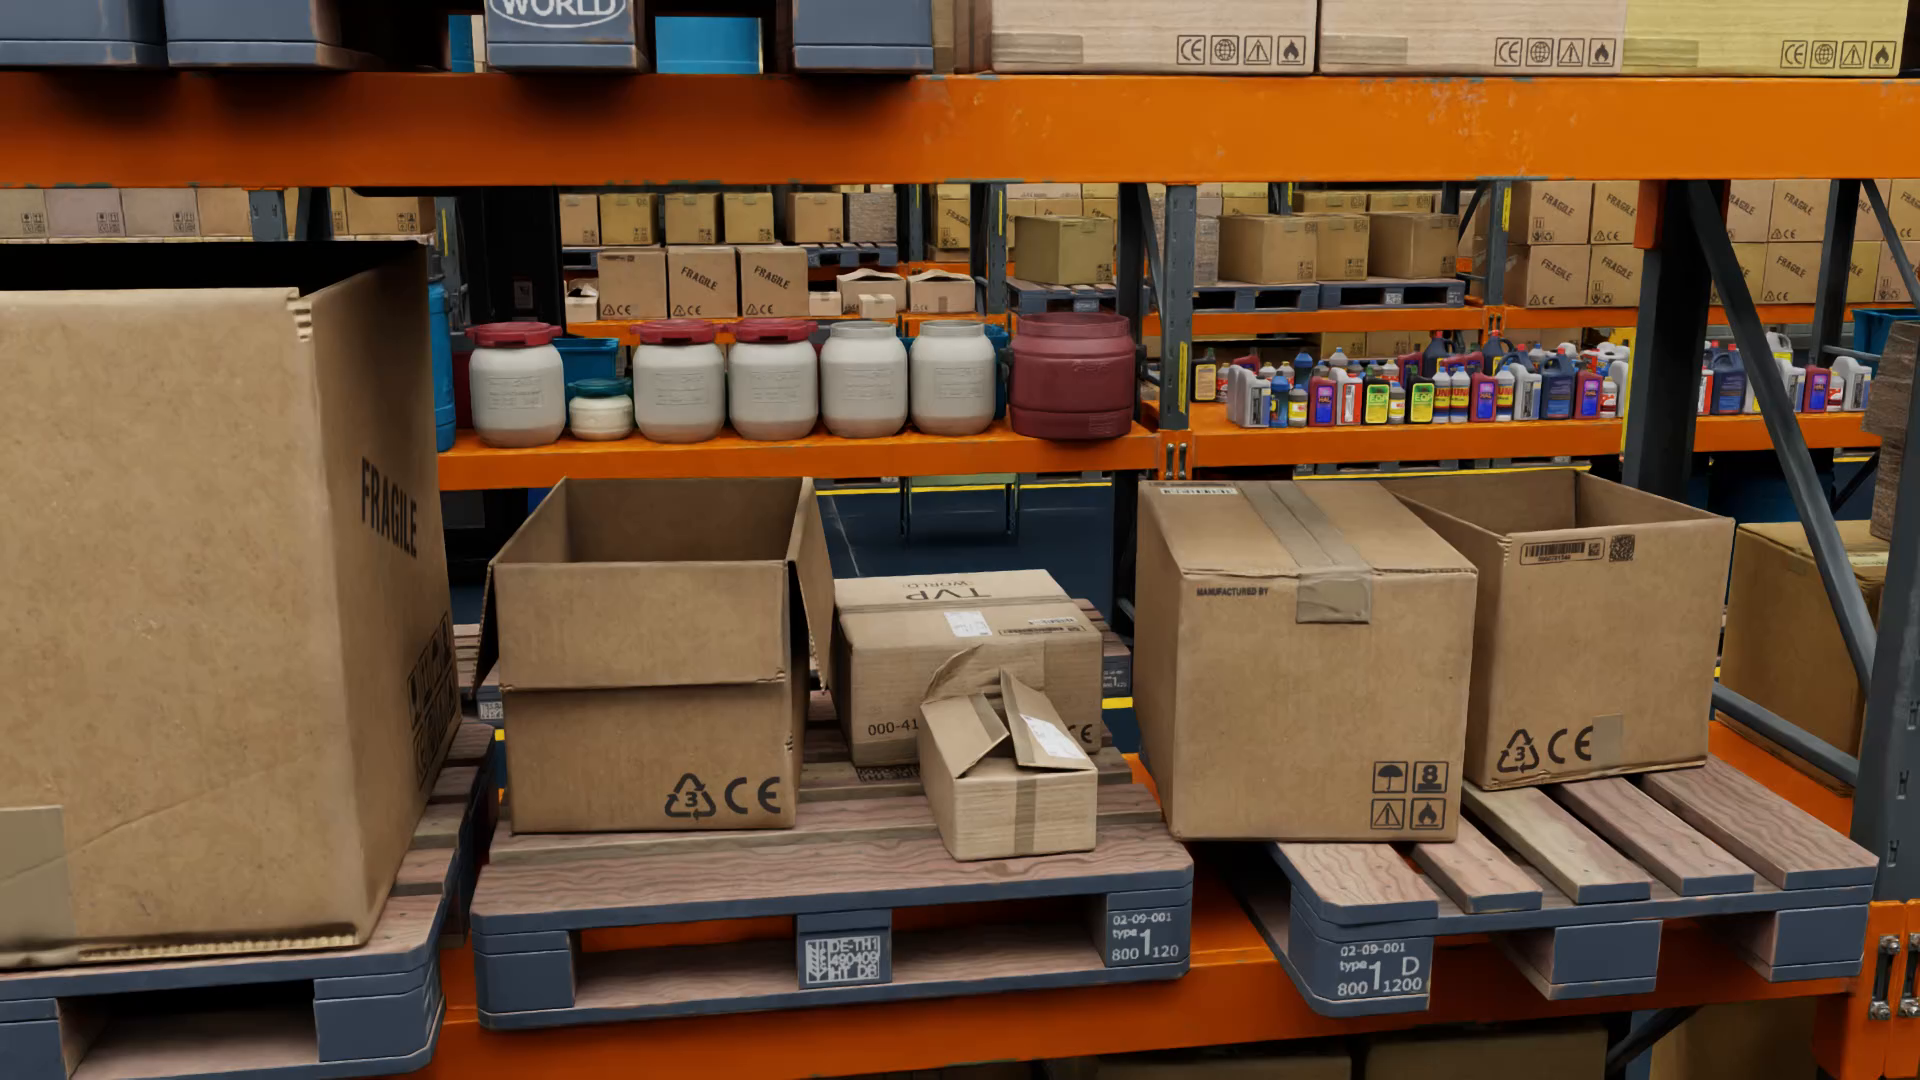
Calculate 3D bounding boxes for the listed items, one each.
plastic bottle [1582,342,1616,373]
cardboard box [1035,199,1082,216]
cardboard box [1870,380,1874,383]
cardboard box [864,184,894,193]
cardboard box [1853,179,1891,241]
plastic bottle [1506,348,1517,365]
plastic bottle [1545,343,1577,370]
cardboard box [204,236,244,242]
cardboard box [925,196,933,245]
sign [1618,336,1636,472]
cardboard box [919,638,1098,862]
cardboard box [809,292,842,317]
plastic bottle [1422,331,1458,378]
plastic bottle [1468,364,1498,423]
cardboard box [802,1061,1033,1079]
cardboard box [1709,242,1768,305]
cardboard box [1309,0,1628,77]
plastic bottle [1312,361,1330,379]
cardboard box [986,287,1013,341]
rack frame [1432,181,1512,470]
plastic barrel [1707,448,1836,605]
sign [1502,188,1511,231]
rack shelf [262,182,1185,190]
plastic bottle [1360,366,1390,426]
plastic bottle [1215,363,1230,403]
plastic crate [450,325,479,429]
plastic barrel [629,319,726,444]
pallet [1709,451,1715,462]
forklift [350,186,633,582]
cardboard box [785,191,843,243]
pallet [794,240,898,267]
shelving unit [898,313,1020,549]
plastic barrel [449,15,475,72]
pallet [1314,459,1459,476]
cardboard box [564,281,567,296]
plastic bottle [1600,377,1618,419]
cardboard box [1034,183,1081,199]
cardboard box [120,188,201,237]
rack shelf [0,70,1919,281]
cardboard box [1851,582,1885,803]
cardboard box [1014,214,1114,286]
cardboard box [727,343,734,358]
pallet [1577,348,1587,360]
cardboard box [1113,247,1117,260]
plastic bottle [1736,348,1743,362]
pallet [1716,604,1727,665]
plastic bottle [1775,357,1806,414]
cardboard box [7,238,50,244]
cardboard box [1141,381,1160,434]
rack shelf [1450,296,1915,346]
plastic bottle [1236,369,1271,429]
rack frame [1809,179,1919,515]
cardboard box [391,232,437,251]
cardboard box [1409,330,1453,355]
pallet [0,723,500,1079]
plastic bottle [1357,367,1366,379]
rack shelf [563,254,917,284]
[{"bbox_3d":[3.473,-0.937,9.046,0.135,0.276,0.152,-2,14,-8],"label":"plastic bottle"},{"bbox_3d":[1.000,-3.387,17.701,0.500,0.500,0.500,-2,14,-9],"label":"cardboard box"},{"bbox_3d":[7.623,-1.214,14.131,0.500,0.500,0.500,-2,14,-8],"label":"cardboard box"},{"bbox_3d":[-0.865,-3.750,17.567,0.250,0.149,0.380,-4,15,-16],"label":"cardboard box"},{"bbox_3d":[7.225,-2.725,13.660,0.500,0.500,0.500,-2,14,-7],"label":"cardboard box"},{"bbox_3d":[2.953,-0.887,8.856,0.097,0.271,0.097,0,14,0],"label":"plastic bottle"},{"bbox_3d":[3.243,-0.928,9.012,0.135,0.276,0.152,-2,14,-8],"label":"plastic bottle"},{"bbox_3d":[-5.235,-2.113,11.943,0.250,0.149,0.380,-2,14,-7],"label":"cardboard box"},{"bbox_3d":[-0.101,-3.477,18.060,0.500,0.500,0.500,-2,14,-8],"label":"cardboard box"},{"bbox_3d":[1.599,-0.314,3.928,0.005,0.325,0.100,-2,14,-8],"label":"sign"},{"bbox_3d":[0.076,0.368,3.003,0.258,0.266,0.396,-3,14,-10],"label":"cardboard box"},{"bbox_3d":[-1.040,-1.821,12.832,0.250,0.149,0.380,-1,14,-4],"label":"cardboard box"},{"bbox_3d":[2.577,-0.941,8.910,0.185,0.351,0.144,-2,14,-8],"label":"plastic bottle"},{"bbox_3d":[2.573,-0.723,8.178,0.133,0.283,0.061,-2,14,-8],"label":"plastic bottle"},{"bbox_3d":[-0.081,1.454,3.491,0.500,0.500,0.700,-1,14,-4],"label":"cardboard box"},{"bbox_3d":[6.217,-2.204,13.640,0.500,0.500,0.500,-2,14,-9],"label":"cardboard box"},{"bbox_3d":[0.763,-0.904,2.802,0.500,0.250,0.500,-2,14,-9],"label":"cardboard box"},{"bbox_3d":[1.918,-0.850,8.854,0.097,0.201,0.097,0,14,0],"label":"plastic bottle"},{"bbox_3d":[0.218,-2.350,17.981,0.750,0.750,0.750,-2,14,-9],"label":"cardboard box"},{"bbox_3d":[4.168,-2.147,13.617,0.127,3.000,1.000,-2,14,-8],"label":"rack frame"},{"bbox_3d":[4.362,-0.126,9.008,0.708,0.901,0.600,-2,14,-8],"label":"plastic barrel"},{"bbox_3d":[4.255,-2.575,12.945,0.005,0.325,0.100,-2,14,-8],"label":"sign"},{"bbox_3d":[-1.030,-1.844,7.721,4.000,0.370,1.077,-2,14,-8],"label":"rack shelf"},{"bbox_3d":[2.020,-0.703,8.097,0.133,0.283,0.061,-2,14,-8],"label":"plastic bottle"},{"bbox_3d":[1.401,-0.831,8.779,0.097,0.201,0.097,0,14,0],"label":"plastic bottle"},{"bbox_3d":[-2.575,-0.788,8.065,0.583,0.464,0.402,-2,14,-8],"label":"plastic crate"},{"bbox_3d":[-1.304,-0.740,7.727,0.433,0.535,0.433,0,14,0],"label":"plastic barrel"},{"bbox_3d":[6.057,-0.864,14.234,1.213,0.211,1.003,-2,14,-8],"label":"pallet"},{"bbox_3d":[-3.173,-1.274,10.278,3.031,2.935,1.130,-3,14,-10],"label":"forklift"},{"bbox_3d":[-1.540,-3.409,17.540,0.500,0.500,0.700,-3,14,-14],"label":"cardboard box"},{"bbox_3d":[-1.217,-3.049,17.608,1.003,0.211,1.213,-2,14,-8],"label":"pallet"},{"bbox_3d":[-0.007,-0.727,11.038,0.755,1.500,0.431,-2,14,-8],"label":"shelving unit"},{"bbox_3d":[-2.538,-2.434,7.566,0.708,0.901,0.600,-2,14,-8],"label":"plastic barrel"},{"bbox_3d":[3.370,-0.756,13.803,1.213,0.211,1.003,-2,14,-8],"label":"pallet"},{"bbox_3d":[-3.262,-1.813,12.593,0.500,0.250,0.500,-1,14,-5],"label":"cardboard box"},{"bbox_3d":[3.228,-0.712,8.301,0.097,0.201,0.097,0,14,0],"label":"plastic bottle"},{"bbox_3d":[0.984,-3.753,17.621,0.500,0.250,0.500,-2,14,-8],"label":"cardboard box"},{"bbox_3d":[-5.669,-2.463,12.003,0.500,0.500,0.700,-2,14,-8],"label":"cardboard box"},{"bbox_3d":[-0.293,-0.653,2.971,4.000,0.370,1.077,-2,14,-8],"label":"rack shelf"},{"bbox_3d":[2.206,0.380,3.334,0.500,0.500,0.500,-2,14,-7],"label":"cardboard box"},{"bbox_3d":[0.819,-2.304,13.175,0.500,0.500,0.700,-7,16,-27],"label":"cardboard box"},{"bbox_3d":[-2.247,-2.140,17.825,0.500,0.500,0.700,-2,14,-9],"label":"cardboard box"},{"bbox_3d":[6.603,-2.083,19.095,1.213,0.211,1.003,-2,14,-8],"label":"pallet"},{"bbox_3d":[1.607,-3.104,17.907,0.250,0.149,0.380,-2,14,-7],"label":"cardboard box"},{"bbox_3d":[4.021,-0.854,8.563,0.185,0.351,0.144,-2,14,-8],"label":"plastic bottle"},{"bbox_3d":[4.133,0.415,9.133,1.213,0.211,1.003,-2,14,-8],"label":"pallet"},{"bbox_3d":[4.200,-0.790,8.461,0.135,0.276,0.152,-2,14,-8],"label":"plastic bottle"},{"bbox_3d":[-6.520,-2.065,11.752,0.250,0.149,0.380,-2,14,-9],"label":"cardboard box"},{"bbox_3d":[1.719,-0.988,13.230,0.500,0.500,0.500,-2,14,-9],"label":"cardboard box"},{"bbox_3d":[6.146,-1.871,13.994,4.000,0.370,1.077,-2,14,-8],"label":"rack shelf"},{"bbox_3d":[1.423,-0.688,8.055,0.135,0.276,0.152,-2,14,-8],"label":"plastic bottle"},{"bbox_3d":[4.903,-0.956,8.866,0.127,3.000,1.000,-2,14,-8],"label":"rack frame"},{"bbox_3d":[-3.979,-2.159,12.125,0.250,0.149,0.380,-2,14,-8],"label":"cardboard box"},{"bbox_3d":[5.187,-2.368,18.772,0.500,0.500,0.700,-2,14,-7],"label":"cardboard box"},{"bbox_3d":[-1.493,0.626,2.953,1.213,0.211,1.003,-2,14,-8],"label":"pallet"},{"bbox_3d":[1.991,-0.715,8.172,0.097,0.271,0.097,0,14,0],"label":"plastic bottle"},{"bbox_3d":[-2.506,-2.772,17.589,4.000,0.370,1.077,-2,14,-8],"label":"rack shelf"}]
